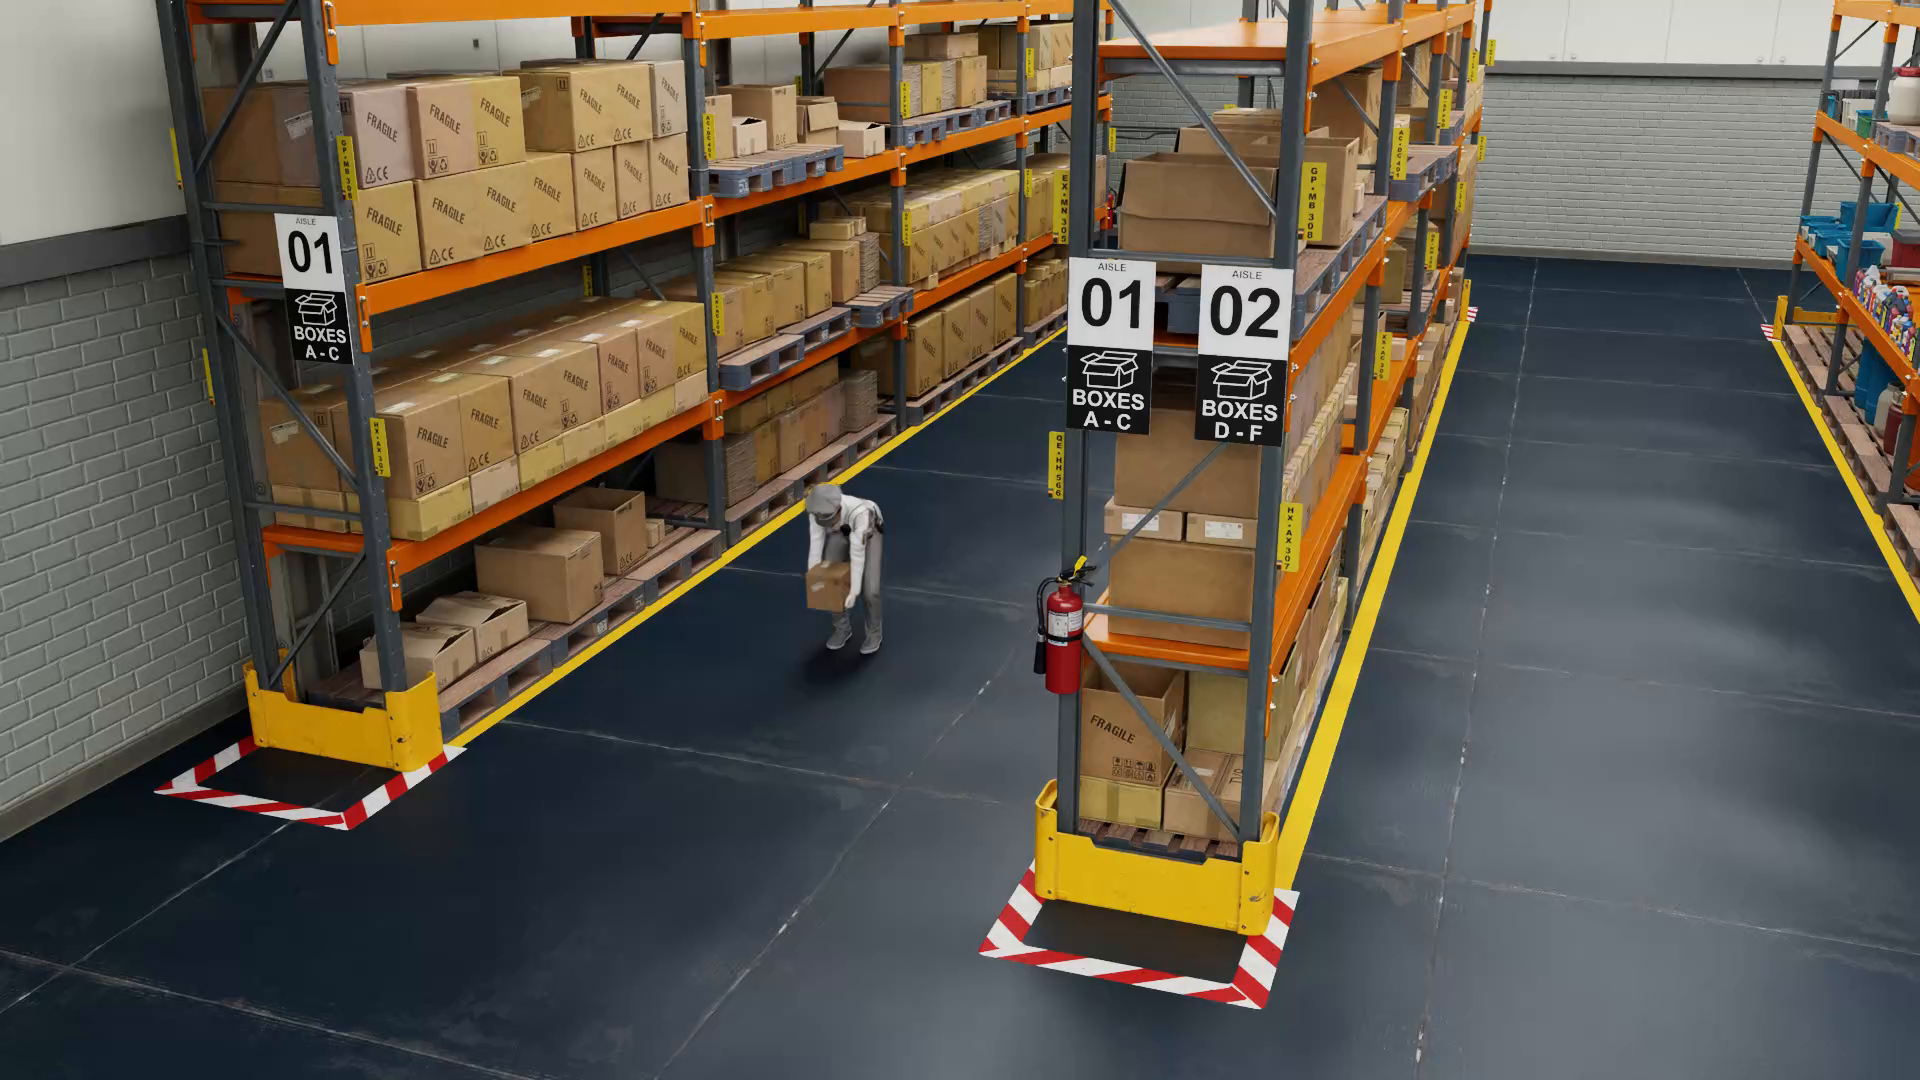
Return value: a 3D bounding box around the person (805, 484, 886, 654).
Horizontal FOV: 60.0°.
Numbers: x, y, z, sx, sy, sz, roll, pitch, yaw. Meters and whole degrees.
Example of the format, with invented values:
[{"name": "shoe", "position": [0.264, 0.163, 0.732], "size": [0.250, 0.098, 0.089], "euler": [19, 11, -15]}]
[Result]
[{"name": "person", "position": [-0.783, 0.180, 11.115], "size": [0.424, 1.295, 0.879], "euler": [6, 20, 16]}]
